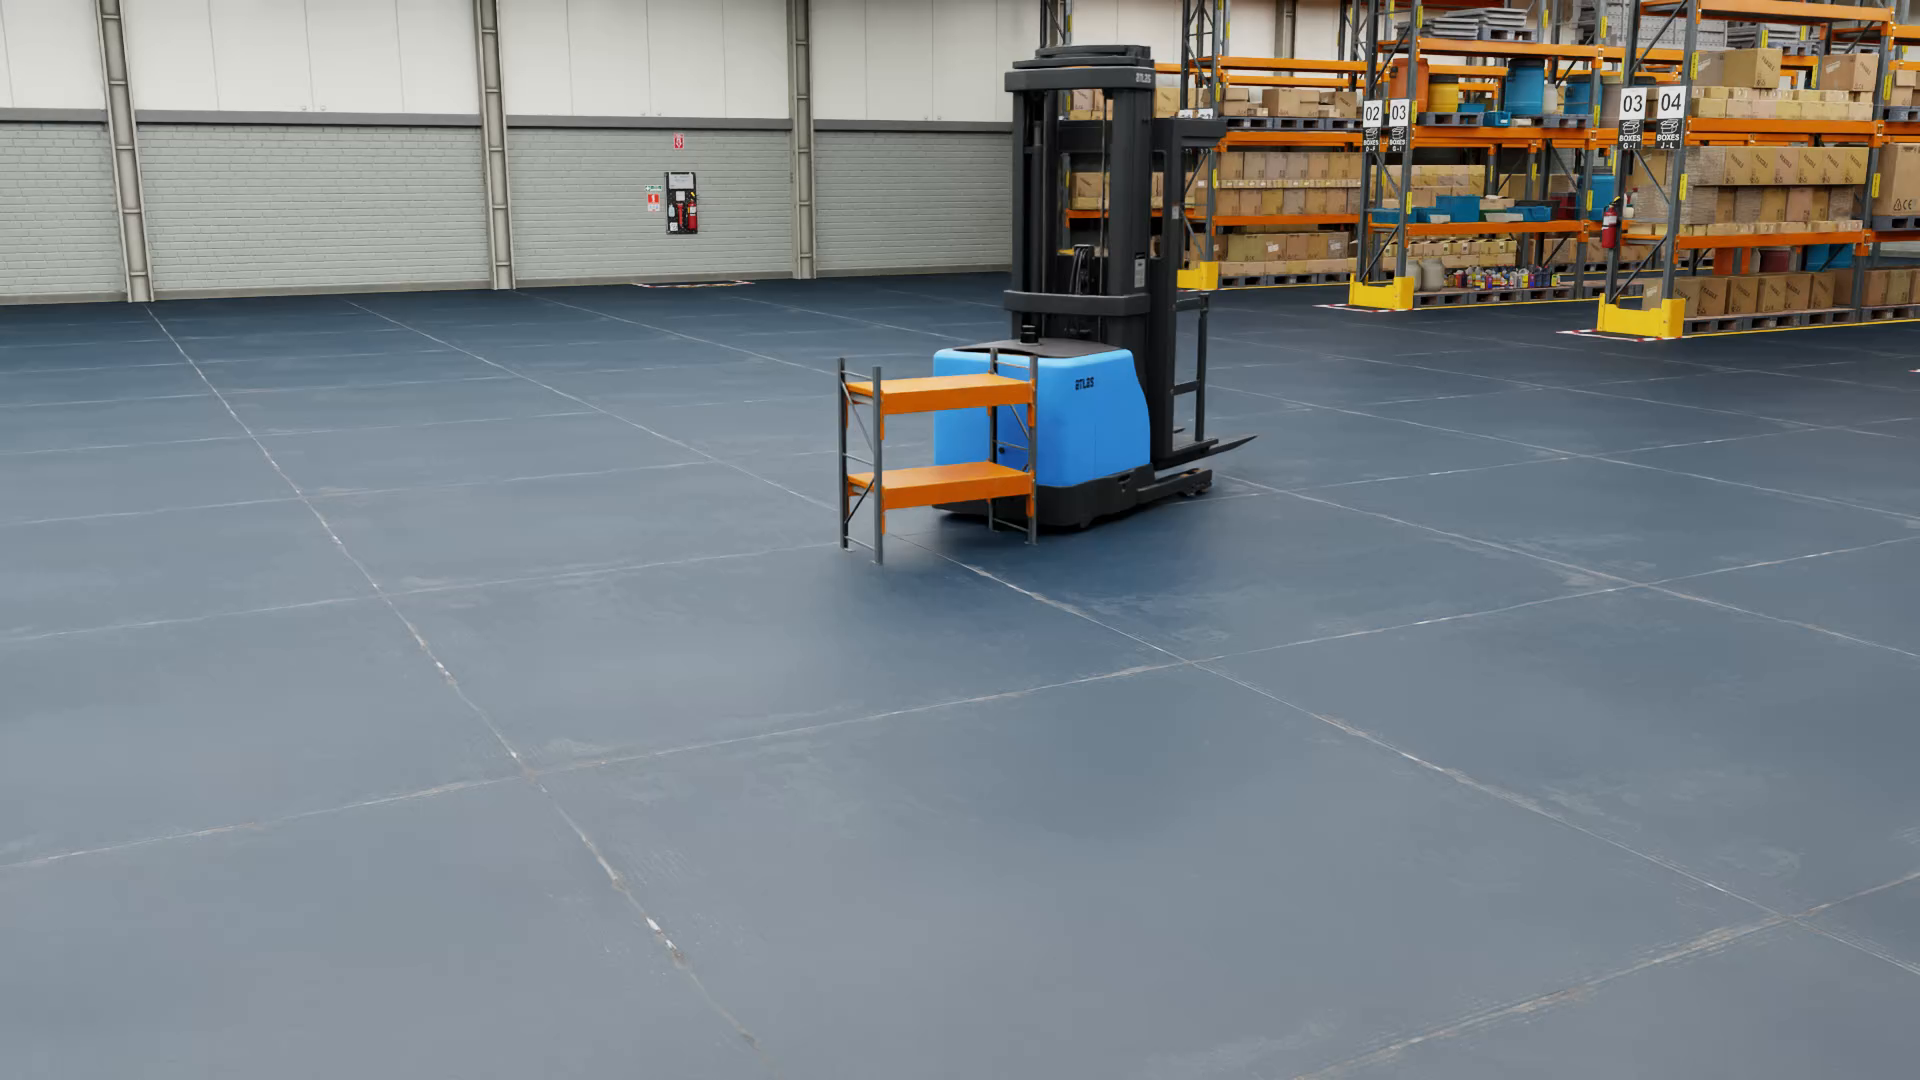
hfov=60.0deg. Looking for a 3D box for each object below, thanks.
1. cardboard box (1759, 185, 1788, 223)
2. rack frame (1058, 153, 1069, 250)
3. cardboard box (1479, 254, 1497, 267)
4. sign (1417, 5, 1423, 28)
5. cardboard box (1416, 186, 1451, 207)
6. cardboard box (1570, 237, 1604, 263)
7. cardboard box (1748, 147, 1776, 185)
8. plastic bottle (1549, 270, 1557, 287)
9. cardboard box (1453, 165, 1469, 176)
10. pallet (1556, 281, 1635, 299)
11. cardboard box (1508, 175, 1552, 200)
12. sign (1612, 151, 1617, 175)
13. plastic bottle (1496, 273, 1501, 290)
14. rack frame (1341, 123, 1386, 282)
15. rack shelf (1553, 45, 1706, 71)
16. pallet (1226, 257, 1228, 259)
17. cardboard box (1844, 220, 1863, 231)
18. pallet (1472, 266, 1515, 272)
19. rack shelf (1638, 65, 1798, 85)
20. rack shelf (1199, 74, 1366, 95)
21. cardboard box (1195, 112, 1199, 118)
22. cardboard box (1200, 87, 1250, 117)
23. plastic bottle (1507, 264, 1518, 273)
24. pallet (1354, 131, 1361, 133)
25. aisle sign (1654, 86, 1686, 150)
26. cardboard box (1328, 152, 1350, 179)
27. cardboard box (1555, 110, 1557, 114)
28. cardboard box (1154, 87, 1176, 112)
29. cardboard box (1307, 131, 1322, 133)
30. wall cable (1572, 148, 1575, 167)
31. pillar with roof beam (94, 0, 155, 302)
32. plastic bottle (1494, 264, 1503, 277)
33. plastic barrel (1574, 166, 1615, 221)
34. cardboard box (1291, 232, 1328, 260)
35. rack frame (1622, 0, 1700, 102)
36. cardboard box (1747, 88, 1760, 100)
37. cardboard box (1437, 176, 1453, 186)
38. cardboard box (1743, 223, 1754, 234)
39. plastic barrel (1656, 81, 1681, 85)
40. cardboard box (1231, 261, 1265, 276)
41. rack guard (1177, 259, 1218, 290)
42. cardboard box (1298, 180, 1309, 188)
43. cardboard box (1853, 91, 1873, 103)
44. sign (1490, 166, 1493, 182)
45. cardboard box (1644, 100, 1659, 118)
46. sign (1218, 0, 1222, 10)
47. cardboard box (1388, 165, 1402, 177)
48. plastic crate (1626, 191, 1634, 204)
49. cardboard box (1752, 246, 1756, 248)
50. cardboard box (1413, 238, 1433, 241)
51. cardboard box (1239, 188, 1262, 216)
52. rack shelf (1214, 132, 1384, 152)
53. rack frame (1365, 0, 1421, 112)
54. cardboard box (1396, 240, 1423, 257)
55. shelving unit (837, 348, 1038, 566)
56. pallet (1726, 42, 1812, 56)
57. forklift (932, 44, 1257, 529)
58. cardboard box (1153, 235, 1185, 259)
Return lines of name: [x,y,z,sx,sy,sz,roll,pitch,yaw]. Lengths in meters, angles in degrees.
cardboard box: [10.847,-4.652,22.957,0.500,0.500,0.875,-7,14,-28]
rack frame: [1.945,-7.099,34.735,0.127,3.000,1.000,-7,14,-28]
cardboard box: [10.548,-5.693,33.792,0.500,0.250,0.500,-7,14,-29]
sign: [6.952,-7.908,25.143,0.005,0.325,0.100,-7,14,-28]
cardboard box: [9.417,-6.800,33.180,0.500,0.500,0.500,-7,14,-28]
cardboard box: [13.236,-6.138,35.157,0.500,0.500,0.500,-7,15,-30]
cardboard box: [10.559,-5.027,22.344,0.500,0.500,0.500,-7,14,-28]
plastic bottle: [9.939,-4.386,27.864,0.133,0.283,0.061,-6,14,-25]
cardboard box: [11.737,-8.781,39.549,0.500,0.250,0.500,-6,14,-27]
pallet: [10.874,-4.341,28.828,1.213,0.211,1.003,-7,14,-28]
cardboard box: [11.843,-7.328,34.569,0.700,0.500,0.500,11,17,41]
sign: [8.817,-5.064,22.333,0.005,0.325,0.100,-7,14,-28]
plastic bottle: [8.822,-4.251,27.291,0.097,0.271,0.097,0,13,0]
rack frame: [7.833,-6.566,32.365,0.127,3.000,1.000,-7,14,-28]
rack shelf: [11.959,-8.202,28.521,4.000,0.370,1.077,-7,14,-28]
pallet: [6.139,-6.242,37.277,1.213,0.211,1.003,-7,14,-28]
cardboard box: [12.529,-4.455,23.556,0.250,0.149,0.380,-7,14,-28]
pallet: [10.603,-5.547,34.190,1.213,0.211,1.003,-7,14,-28]
rack shelf: [16.611,-10.192,36.460,4.000,0.370,1.077,-7,14,-28]
rack shelf: [7.212,-10.111,37.004,4.000,0.370,1.077,-7,14,-28]
cardboard box: [5.129,-8.941,35.814,0.500,0.500,0.500,-6,14,-26]
cardboard box: [4.829,-7.992,30.358,0.637,0.503,0.797,-6,14,-24]
plastic bottle: [9.365,-4.500,28.219,0.185,0.351,0.144,-7,14,-28]
pallet: [9.507,-9.390,38.513,1.003,0.211,1.213,-6,14,-25]
aisle sign: [9.155,-5.440,21.439,0.004,0.787,0.394,-7,14,-28]
cardboard box: [7.004,-7.146,31.762,0.500,0.500,0.700,-7,14,-28]
cardboard box: [11.711,-8.551,34.127,0.500,0.500,0.910,-7,14,-28]
cardboard box: [4.217,-9.308,35.168,0.500,0.500,0.500,-7,15,-30]
cardboard box: [7.785,-9.346,37.606,0.637,0.503,0.797,-5,14,-20]
wall cable: [16.660,-9.595,43.512,1.851,1.984,0.084,-7,14,-28]
pillar with roof beam: [-11.591,-7.543,23.044,0.400,9.000,9.100,-7,14,-28]
plastic bottle: [9.130,-4.508,28.254,0.185,0.351,0.144,-8,15,-30]
plastic barrel: [10.688,-5.838,27.988,0.708,0.901,0.600,-7,14,-28]
cardboard box: [6.649,-5.601,31.674,0.500,0.500,0.500,-7,14,-28]
rack frame: [9.066,-7.162,21.352,0.127,3.000,1.000,-7,14,-28]
cardboard box: [10.343,-5.903,22.023,0.250,0.149,0.380,-7,14,-28]
cardboard box: [11.306,-8.361,39.393,0.500,0.500,0.500,-7,14,-28]
cardboard box: [10.524,-4.230,22.557,0.250,0.149,0.380,-7,14,-28]
plastic barrel: [12.315,-7.591,29.111,0.708,0.830,0.600,-7,14,-28]
cardboard box: [5.337,-5.075,31.048,0.500,0.250,0.500,-7,14,-28]
rack guard: [4.301,-4.923,30.758,0.348,0.500,1.175,-7,14,-28]
cardboard box: [6.350,-6.699,31.253,0.250,0.149,0.380,-6,14,-26]
cardboard box: [12.430,-6.151,23.124,0.250,0.149,0.380,-6,14,-26]
sign: [11.076,-7.616,34.577,0.005,0.325,0.100,-7,14,-28]
cardboard box: [9.367,-5.725,22.141,0.500,0.250,0.500,-6,14,-27]
sign: [4.583,-9.497,29.238,0.005,0.325,0.100,-7,14,-28]
cardboard box: [9.961,-8.565,38.590,0.500,0.250,0.500,-7,14,-29]
plastic crate: [12.149,-5.952,29.491,0.583,0.464,0.402,-7,14,-28]
cardboard box: [18.007,-6.719,37.736,0.500,0.500,0.500,-7,14,-28]
cardboard box: [9.387,-5.961,33.706,0.500,0.311,0.500,-7,14,-29]
cardboard box: [5.197,-6.297,30.941,0.500,0.500,0.700,-6,14,-26]
rack shelf: [6.078,-7.468,31.180,4.000,0.370,1.077,-7,14,-28]
rack frame: [6.692,-8.117,25.593,0.127,3.000,1.000,-7,14,-28]
cardboard box: [8.757,-5.750,32.769,0.500,0.311,0.500,-7,14,-29]
shelving unit: [-0.127,-0.505,9.706,1.048,1.125,0.538,-7,14,-29]
pallet: [14.362,-8.741,29.708,1.003,0.211,1.213,-7,14,-28]
forklift: [1.083,-1.772,11.220,1.130,2.935,3.031,9,15,35]
cardboard box: [4.565,-6.398,36.312,0.500,0.500,0.500,-8,15,-32]
